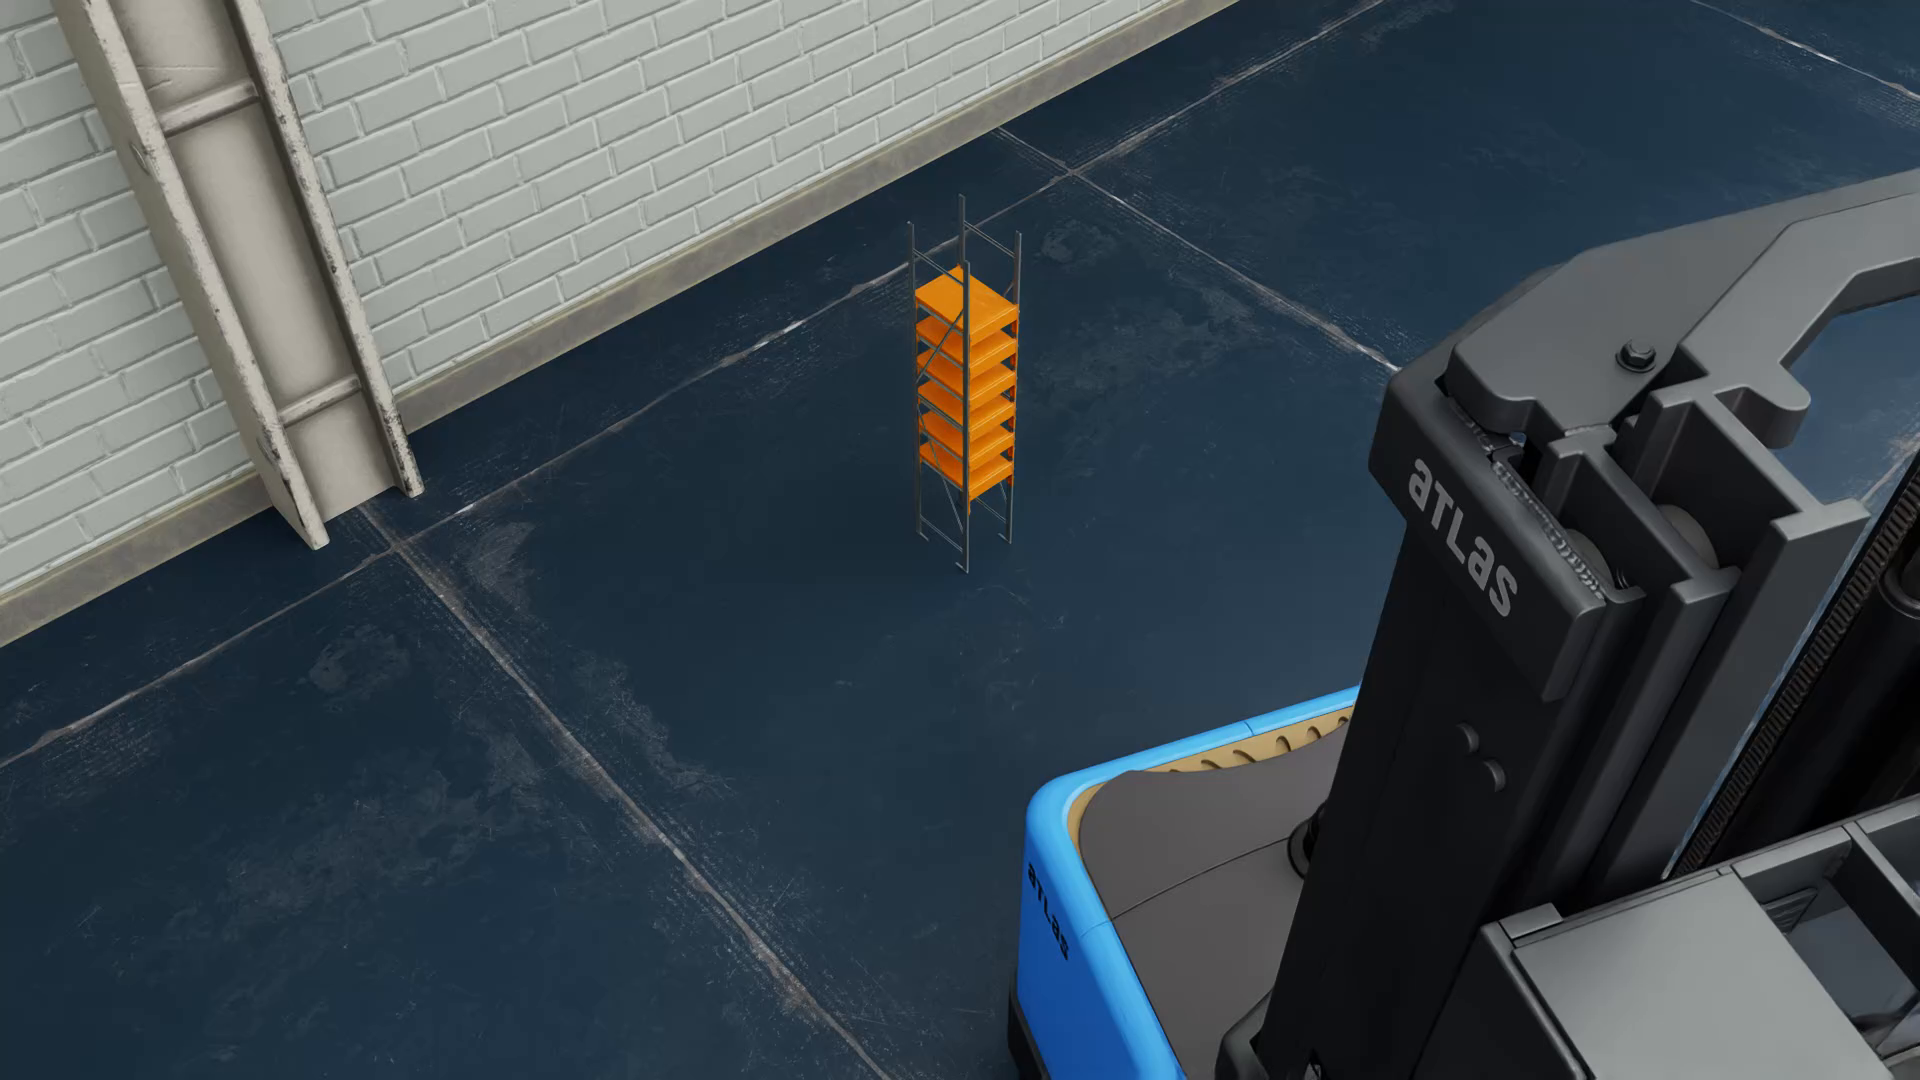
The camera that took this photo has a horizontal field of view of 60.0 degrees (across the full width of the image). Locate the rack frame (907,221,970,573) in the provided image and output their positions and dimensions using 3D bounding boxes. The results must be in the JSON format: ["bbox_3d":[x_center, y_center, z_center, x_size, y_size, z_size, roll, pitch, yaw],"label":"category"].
[{"bbox_3d":[-0.057,-0.369,4.774,0.006,1.200,0.240,-34,56,-27],"label":"rack frame"}]

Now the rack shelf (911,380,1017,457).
[{"bbox_3d":[0.011,-0.384,4.848,0.180,0.103,0.258,-34,56,-27],"label":"rack shelf"}]

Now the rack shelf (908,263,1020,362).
[{"bbox_3d":[0.011,-0.628,4.584,0.180,0.103,0.258,-34,56,-27],"label":"rack shelf"}]

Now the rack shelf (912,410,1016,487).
[{"bbox_3d":[0.011,-0.303,4.936,0.180,0.103,0.258,-34,56,-27],"label":"rack shelf"}]

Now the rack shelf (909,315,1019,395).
[{"bbox_3d":[0.011,-0.547,4.672,0.180,0.103,0.258,-34,56,-27],"label":"rack shelf"}]

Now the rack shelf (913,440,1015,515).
[{"bbox_3d":[0.011,-0.221,5.025,0.180,0.103,0.258,-34,56,-27],"label":"rack shelf"}]

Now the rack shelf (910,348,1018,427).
[{"bbox_3d":[0.011,-0.465,4.760,0.180,0.103,0.258,-34,56,-27],"label":"rack shelf"}]

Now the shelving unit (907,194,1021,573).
[{"bbox_3d":[0.011,-0.414,4.816,0.189,1.200,0.258,-34,56,-27],"label":"shelving unit"}]

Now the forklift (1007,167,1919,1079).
[{"bbox_3d":[1.093,1.130,2.213,1.130,2.935,3.031,-15,49,-13],"label":"forklift"}]

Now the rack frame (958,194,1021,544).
[{"bbox_3d":[0.078,-0.459,4.857,0.006,1.200,0.240,-34,56,-27],"label":"rack frame"}]
